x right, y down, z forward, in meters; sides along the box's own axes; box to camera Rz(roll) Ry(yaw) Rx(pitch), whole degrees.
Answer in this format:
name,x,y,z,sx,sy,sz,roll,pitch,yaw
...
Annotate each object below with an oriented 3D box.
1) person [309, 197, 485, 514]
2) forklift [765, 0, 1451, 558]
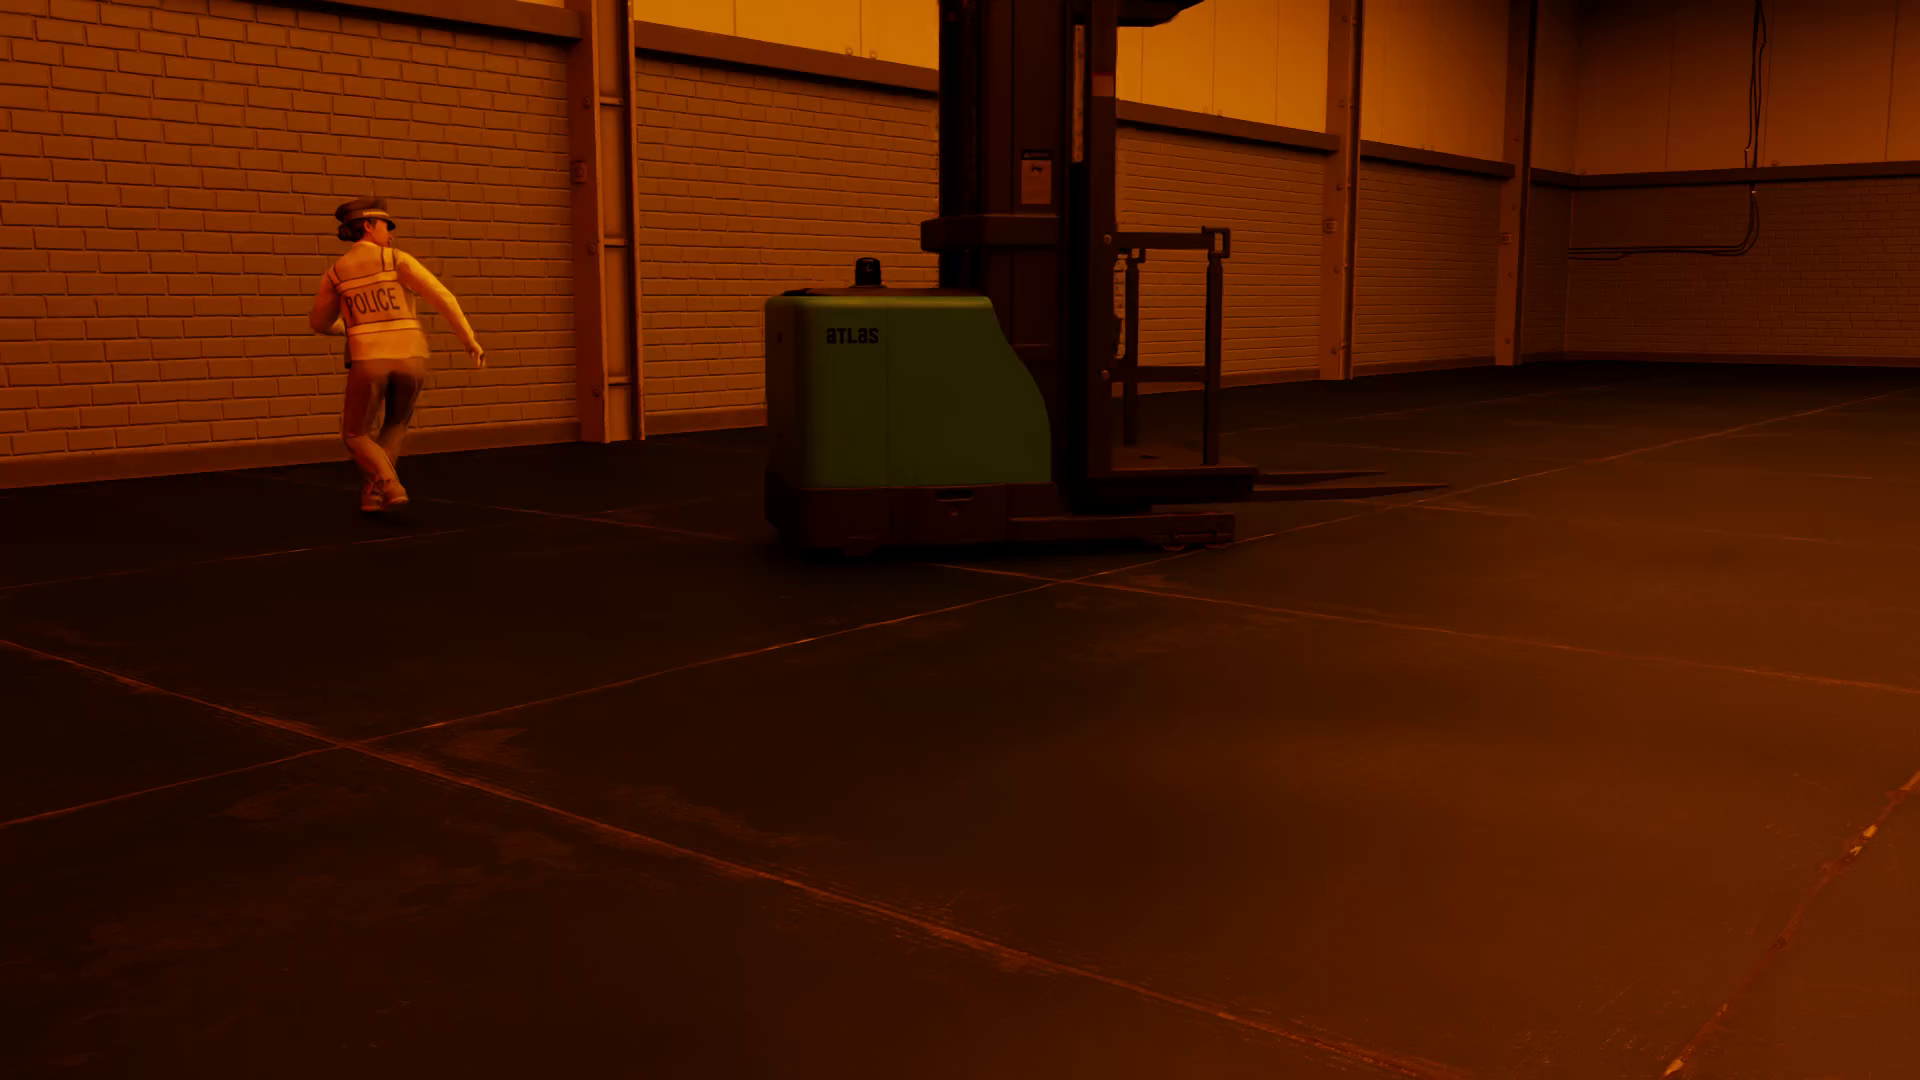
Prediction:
name,x,y,z,sx,sy,sz,roll,pitch,yaw
person,-2.743,-0.877,8.123,0.801,1.556,0.799,-3,9,-19
forklift,0.689,-1.471,7.334,3.031,2.935,1.130,-2,9,-14
